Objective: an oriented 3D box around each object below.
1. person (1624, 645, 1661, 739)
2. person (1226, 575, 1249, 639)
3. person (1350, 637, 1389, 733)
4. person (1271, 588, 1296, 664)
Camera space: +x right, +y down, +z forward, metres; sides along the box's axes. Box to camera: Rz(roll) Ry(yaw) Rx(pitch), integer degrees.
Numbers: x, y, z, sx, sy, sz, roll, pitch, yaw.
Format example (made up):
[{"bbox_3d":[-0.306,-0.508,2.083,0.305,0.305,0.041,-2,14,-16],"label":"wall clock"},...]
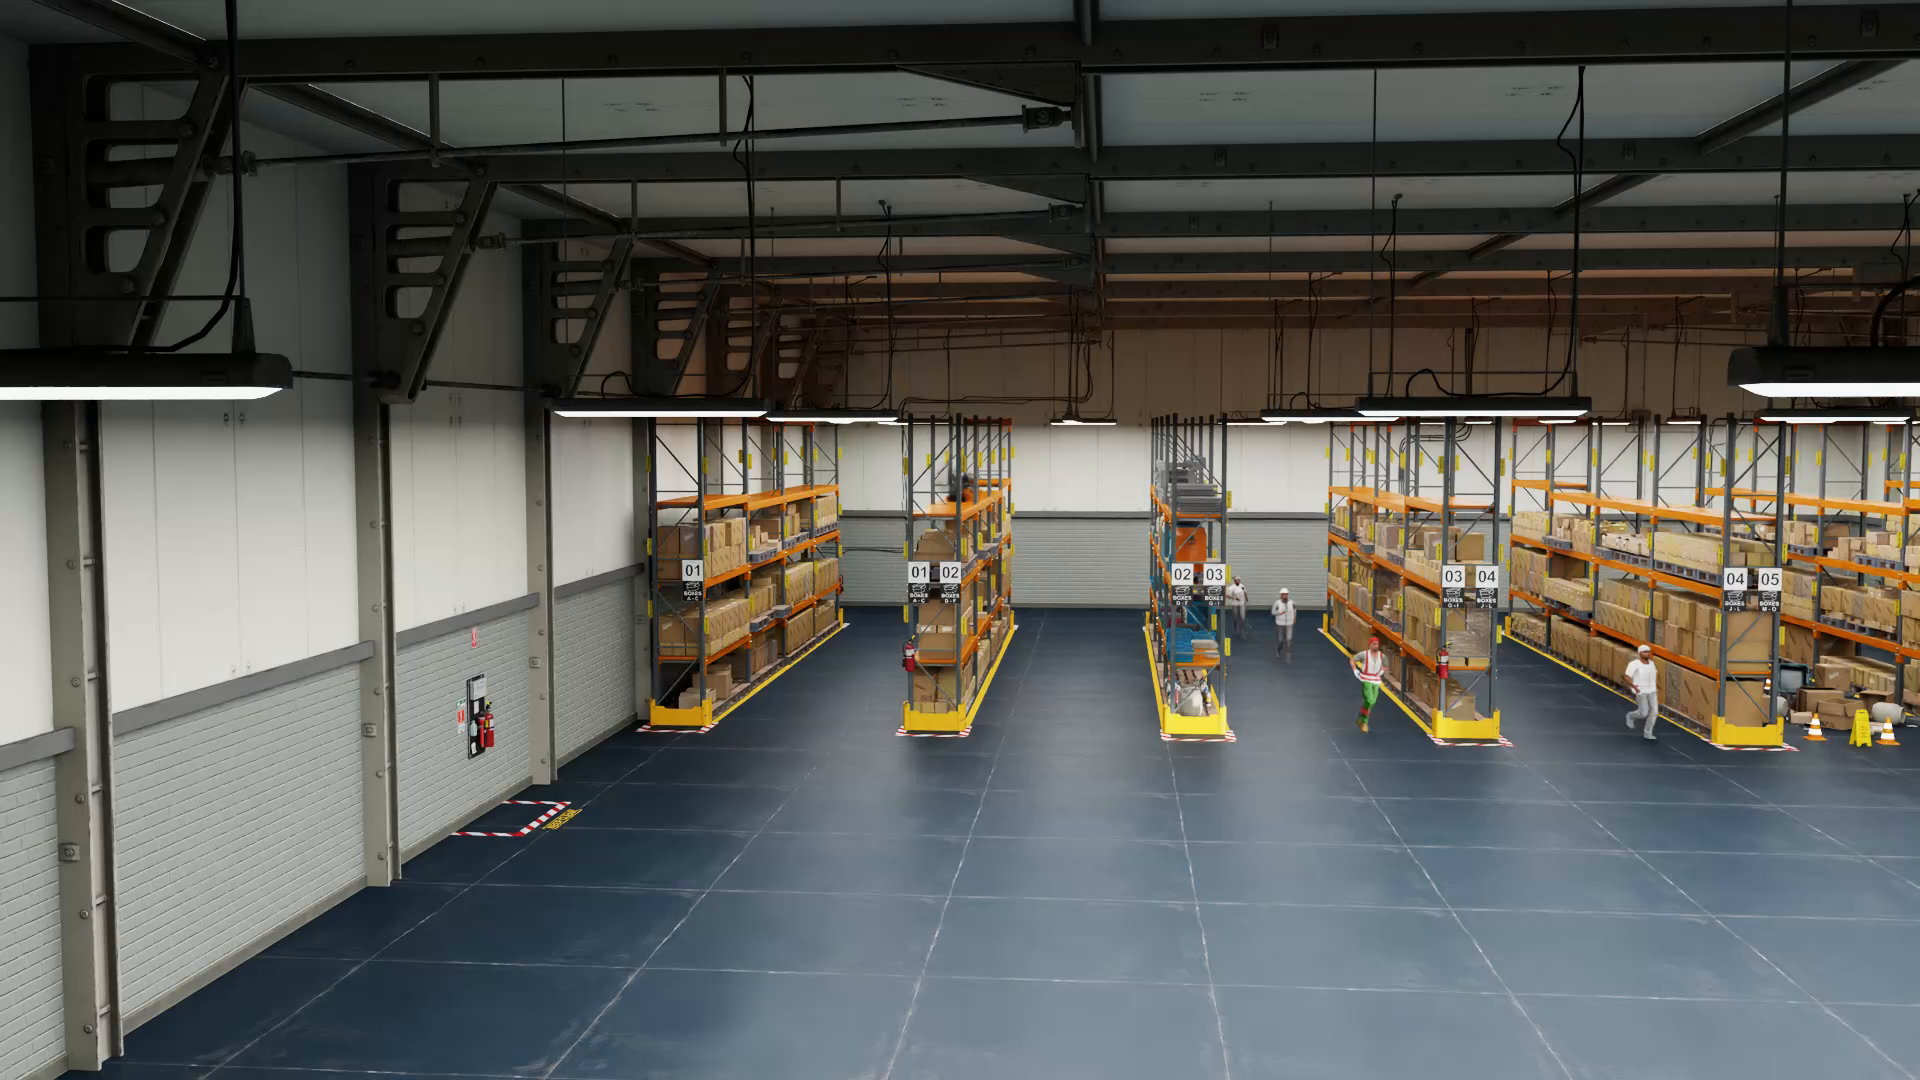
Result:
[{"bbox_3d":[12.638,2.795,30.698,0.694,1.715,0.728,-1,4,-12],"label":"person"},{"bbox_3d":[7.592,1.824,45.567,0.611,1.770,0.742,0,4,-7],"label":"person"},{"bbox_3d":[7.775,2.725,31.453,0.684,1.811,0.680,-1,4,-9],"label":"person"},{"bbox_3d":[7.928,2.087,40.713,0.657,1.828,0.814,0,4,2],"label":"person"}]
